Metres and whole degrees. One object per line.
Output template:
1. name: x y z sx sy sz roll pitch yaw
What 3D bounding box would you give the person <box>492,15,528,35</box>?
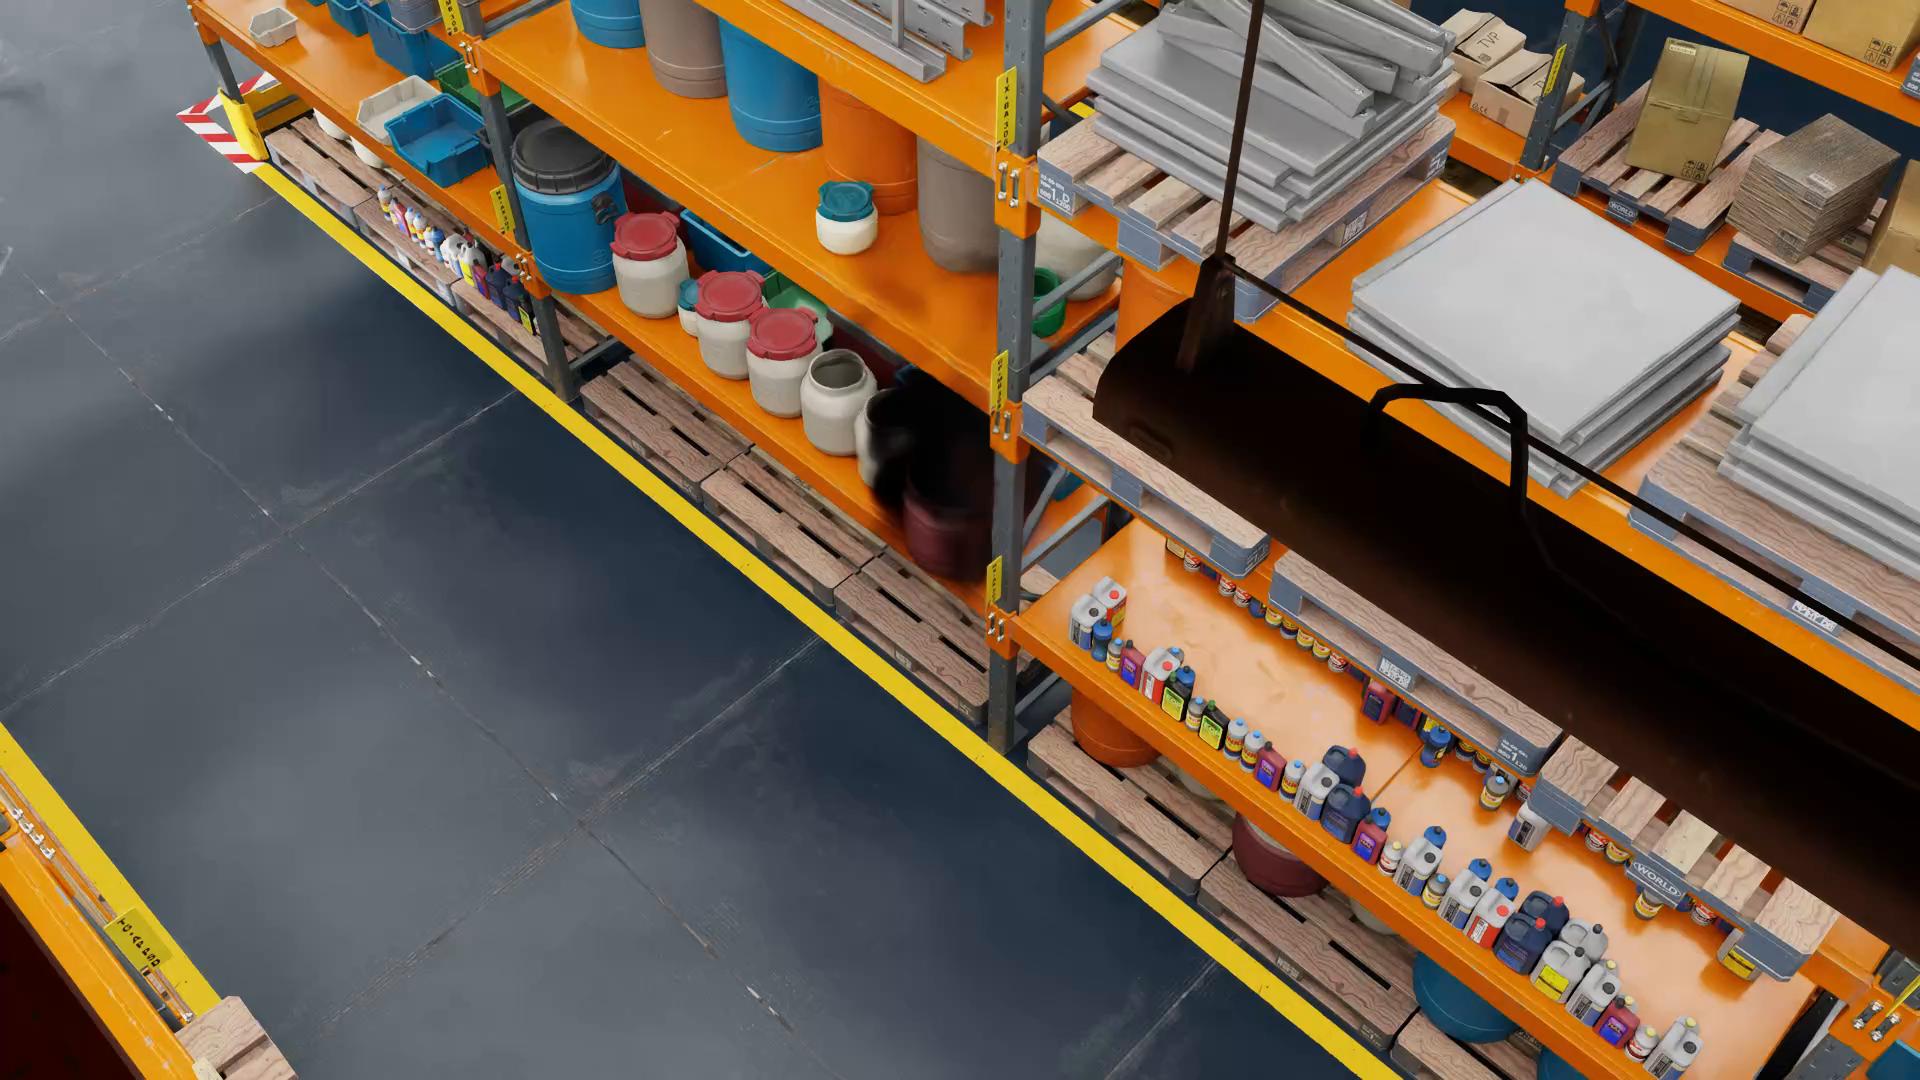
1. person: -3.698 -4.524 13.032 0.595 1.738 0.711 28 55 21
